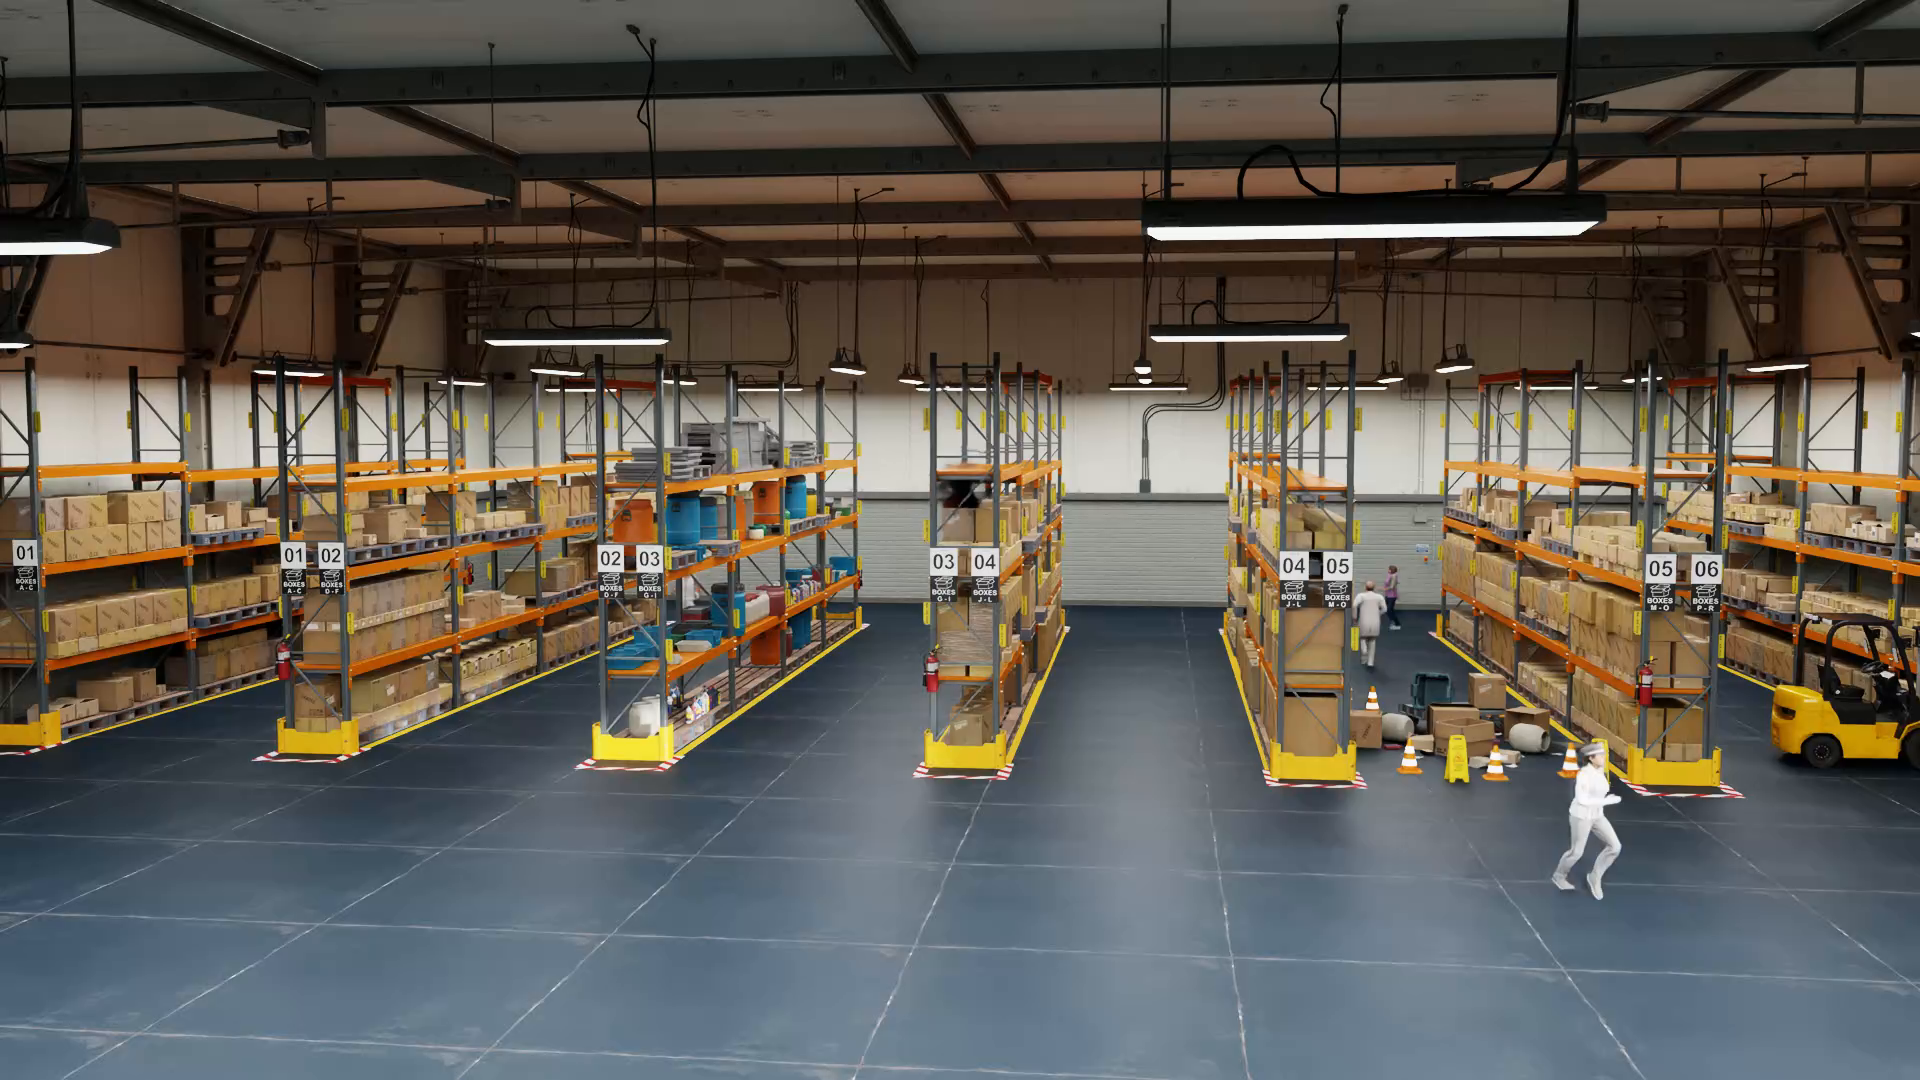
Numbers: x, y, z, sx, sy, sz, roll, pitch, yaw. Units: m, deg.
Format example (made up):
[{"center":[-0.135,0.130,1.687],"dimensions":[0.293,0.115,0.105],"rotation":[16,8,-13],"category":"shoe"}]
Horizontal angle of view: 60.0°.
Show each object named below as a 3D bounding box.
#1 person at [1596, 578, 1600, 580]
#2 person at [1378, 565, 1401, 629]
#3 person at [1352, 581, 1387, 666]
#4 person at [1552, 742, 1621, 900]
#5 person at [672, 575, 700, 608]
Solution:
[{"center":[13.167,1.687,34.499],"dimensions":[0.626,1.800,1.130],"rotation":[0,4,5],"category":"person"},{"center":[10.374,1.371,40.159],"dimensions":[0.587,1.561,0.516],"rotation":[0,4,1],"category":"person"},{"center":[8.408,1.708,34.269],"dimensions":[0.749,1.740,0.636],"rotation":[0,4,5],"category":"person"},{"center":[6.592,2.925,17.458],"dimensions":[0.641,1.680,0.789],"rotation":[-3,5,-39],"category":"person"},{"center":[-6.232,1.428,37.809],"dimensions":[0.630,1.831,0.736],"rotation":[0,4,-3],"category":"person"}]
